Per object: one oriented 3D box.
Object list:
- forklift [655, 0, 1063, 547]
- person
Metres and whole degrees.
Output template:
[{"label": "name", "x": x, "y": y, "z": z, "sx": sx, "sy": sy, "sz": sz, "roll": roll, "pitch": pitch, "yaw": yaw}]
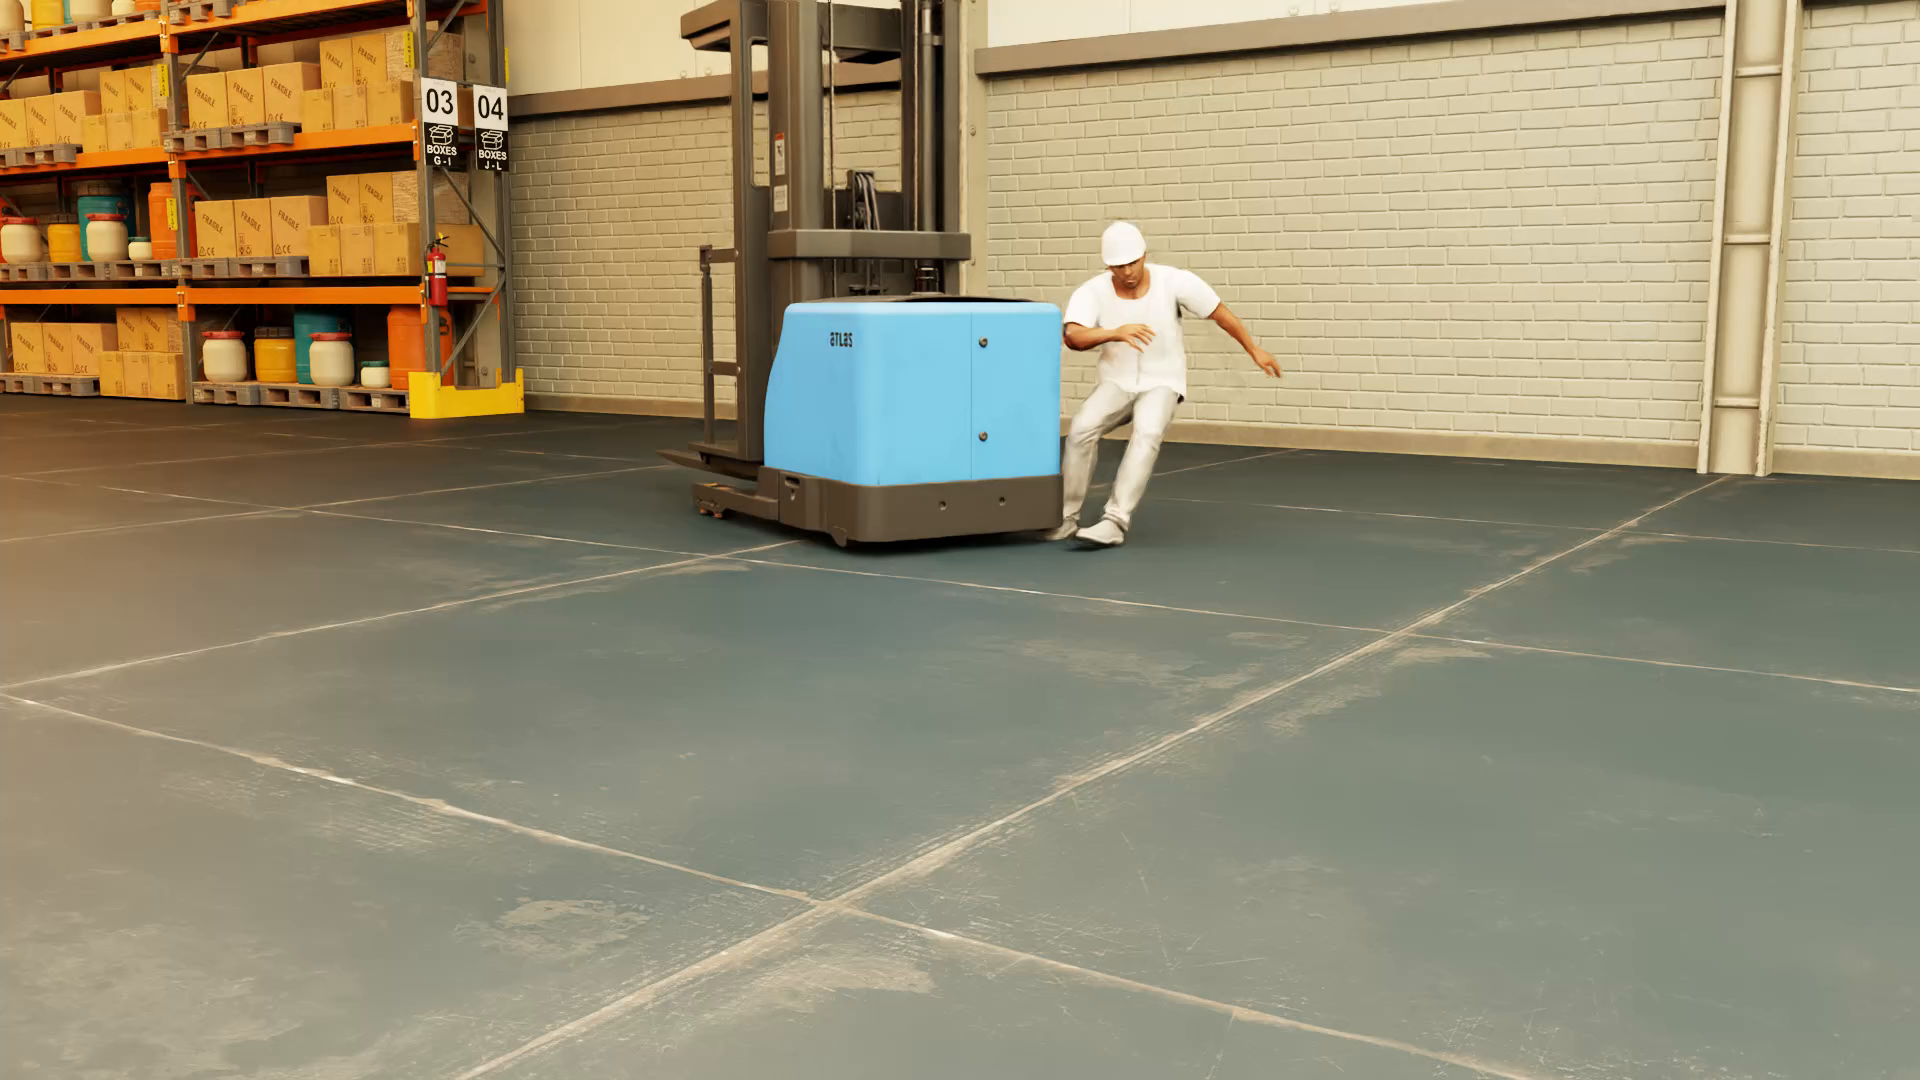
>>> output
[{"label": "forklift", "x": -0.713, "y": -1.586, "z": 8.345, "sx": 1.130, "sy": 2.935, "sz": 3.031, "roll": -5, "pitch": 9, "yaw": -30}, {"label": "person", "x": 0.901, "y": -0.699, "z": 7.567, "sx": 1.100, "sy": 1.489, "sz": 0.949, "roll": 2, "pitch": 8, "yaw": 11}]
